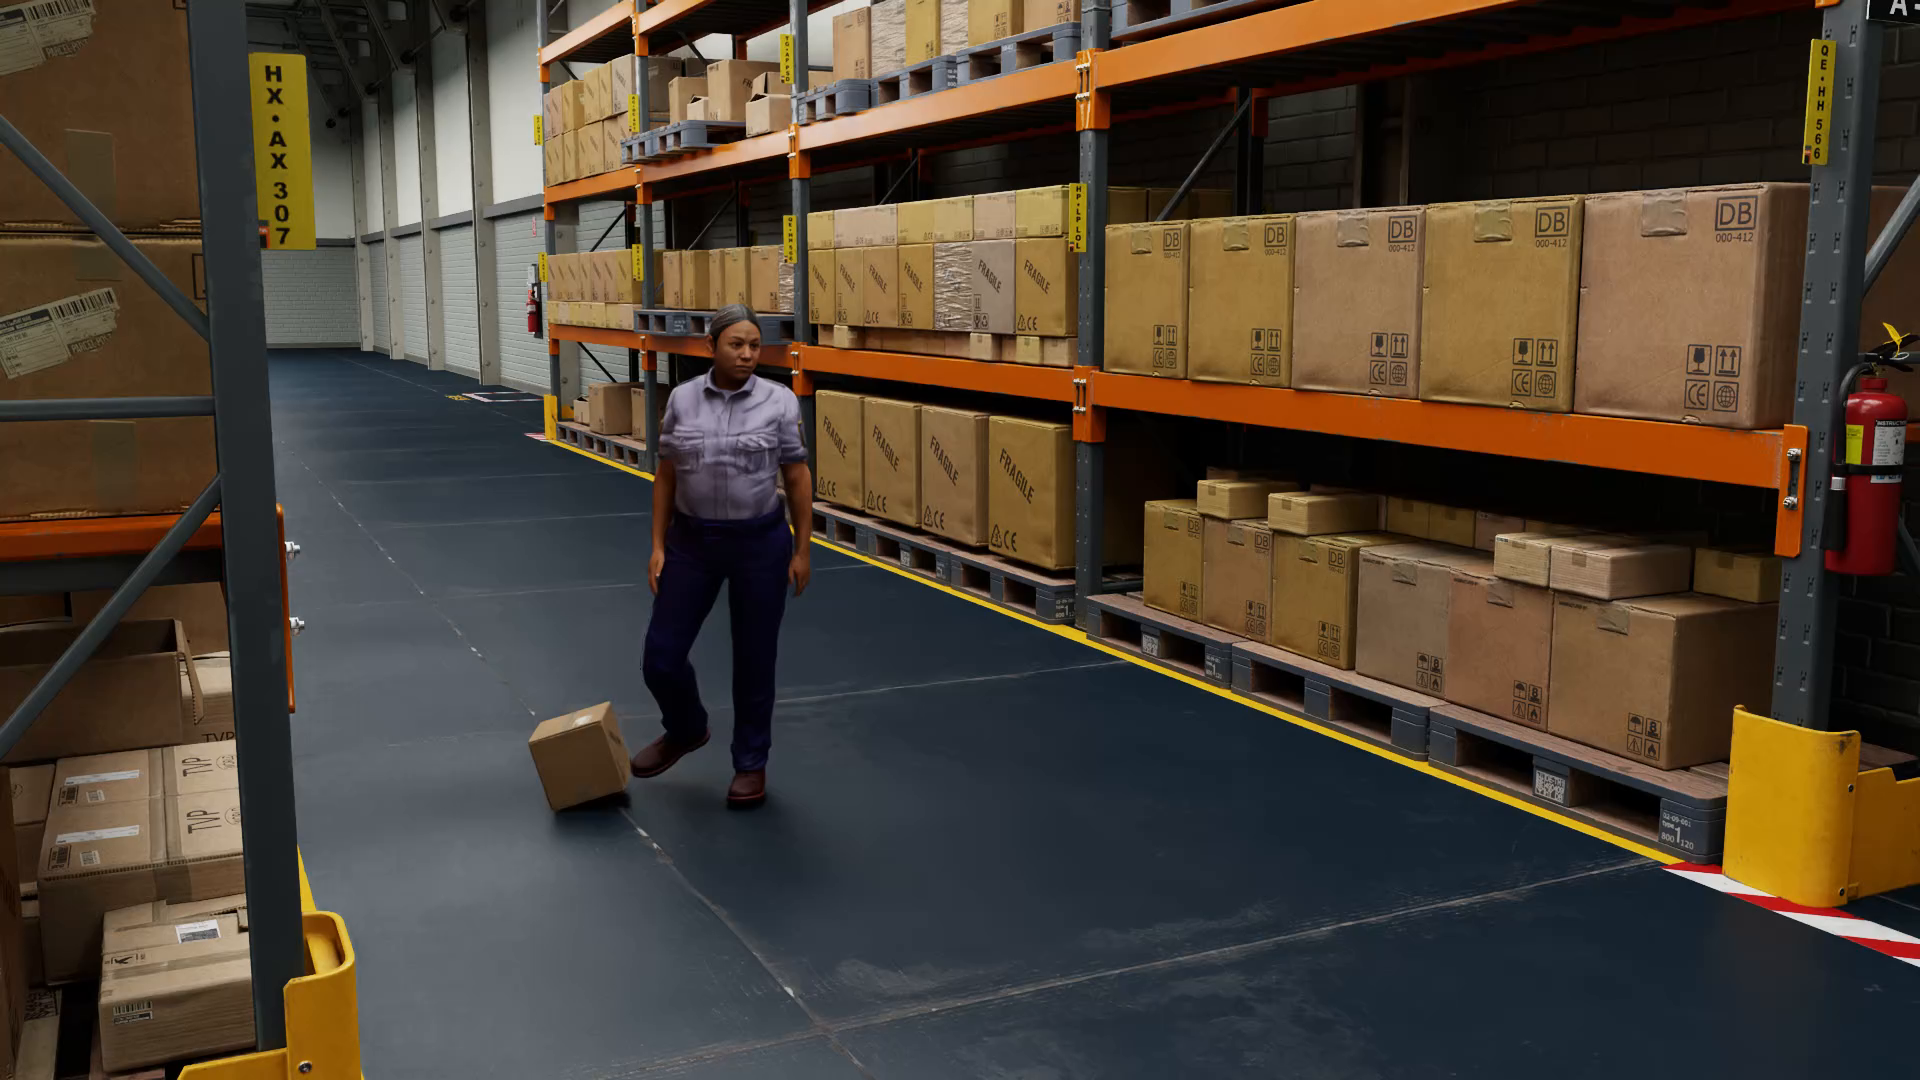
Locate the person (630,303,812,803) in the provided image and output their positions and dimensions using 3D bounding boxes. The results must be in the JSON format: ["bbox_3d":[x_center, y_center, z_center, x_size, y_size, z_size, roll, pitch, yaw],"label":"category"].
[{"bbox_3d":[-0.807,0.045,5.484,0.650,1.641,0.449,0,9,2],"label":"person"}]
